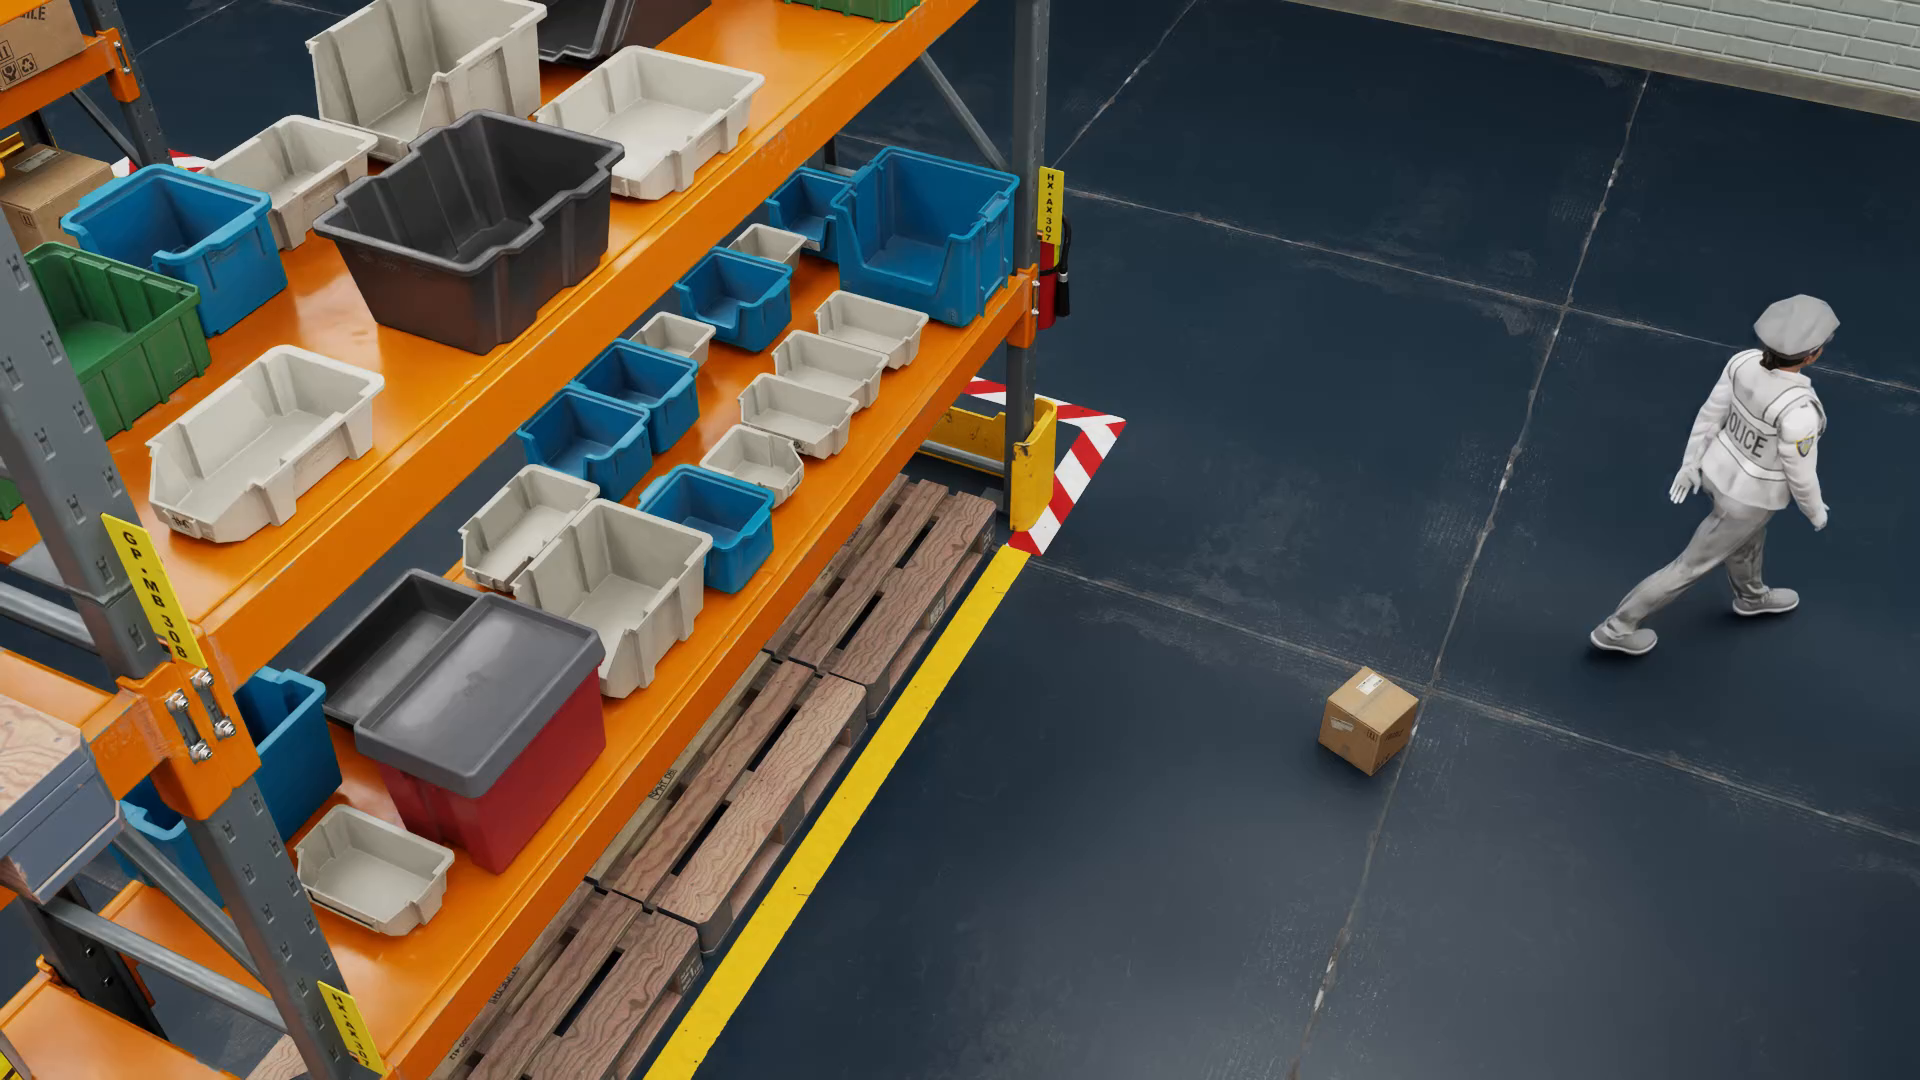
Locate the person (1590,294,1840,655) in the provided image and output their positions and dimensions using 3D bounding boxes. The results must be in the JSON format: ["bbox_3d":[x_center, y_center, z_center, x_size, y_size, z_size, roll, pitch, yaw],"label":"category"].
[{"bbox_3d":[3.063,-0.222,6.366,0.987,1.630,0.485,-5,43,-6],"label":"person"}]
